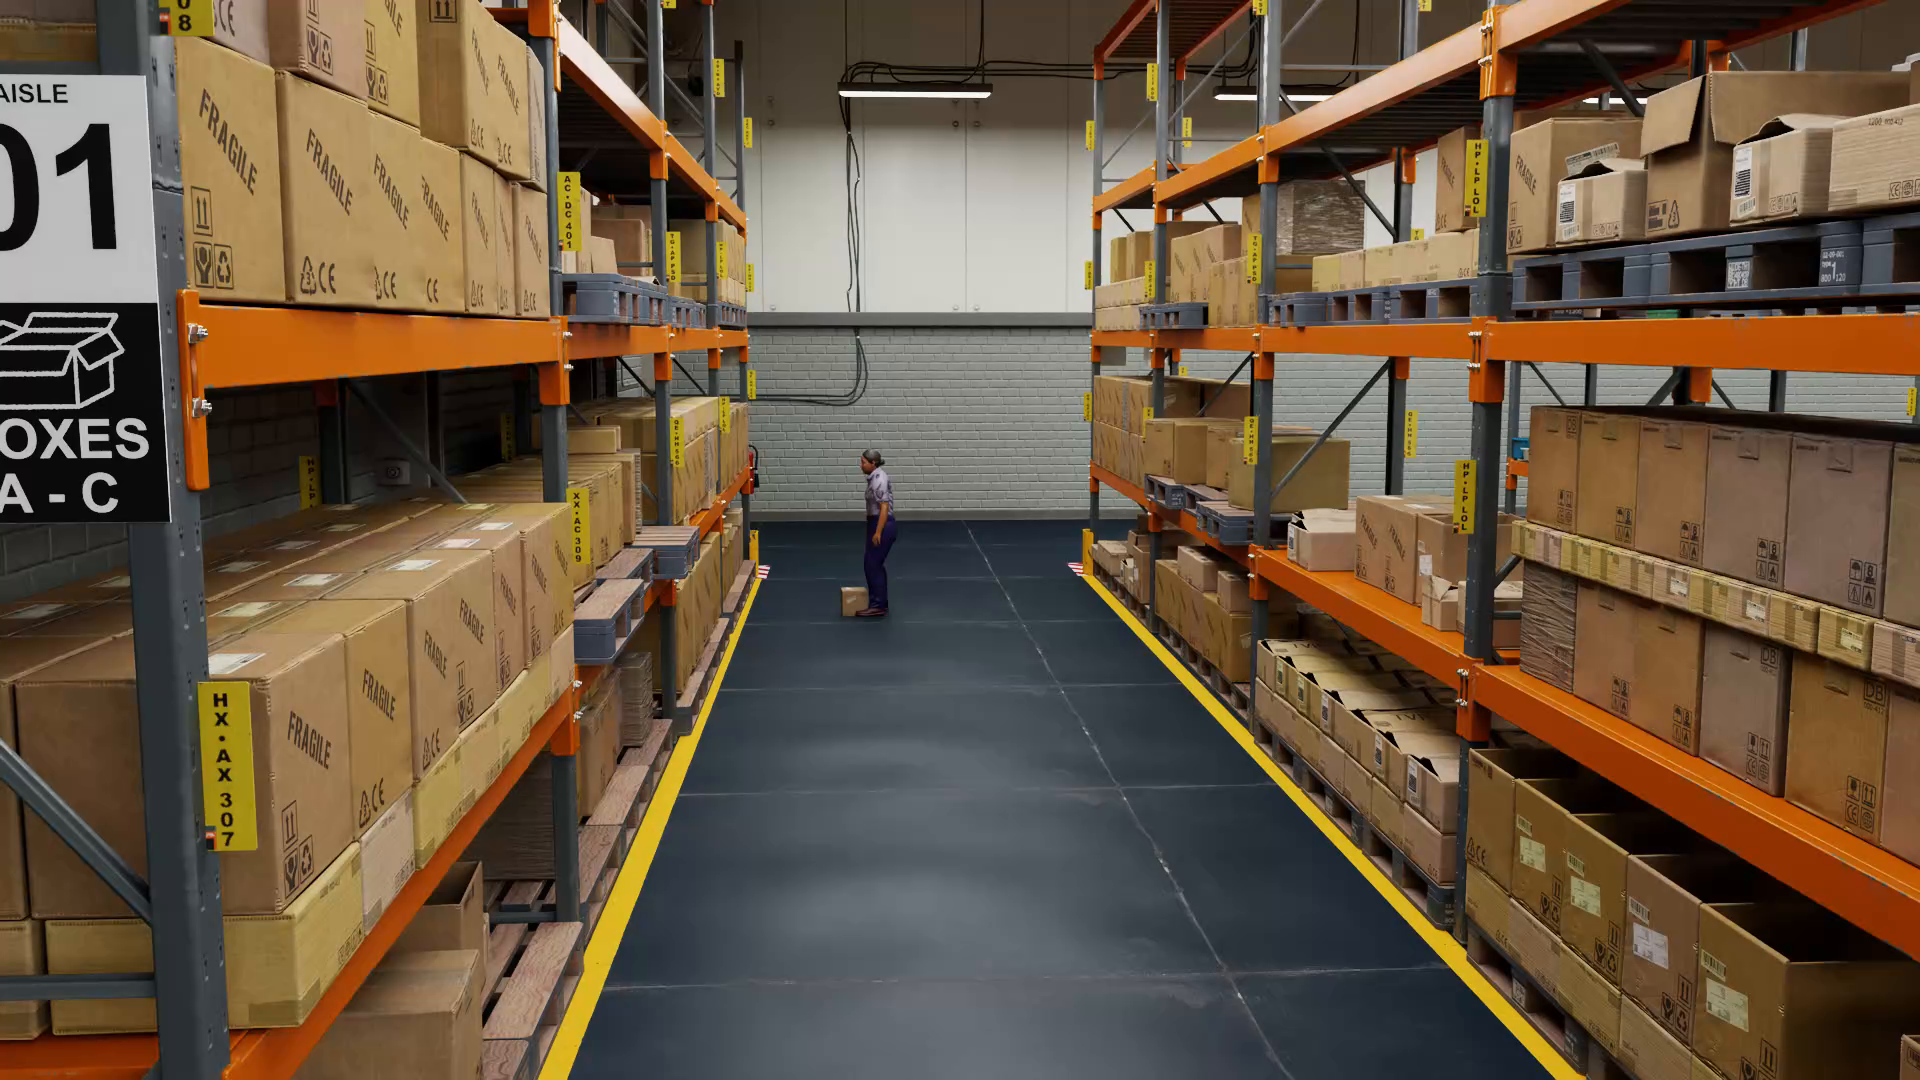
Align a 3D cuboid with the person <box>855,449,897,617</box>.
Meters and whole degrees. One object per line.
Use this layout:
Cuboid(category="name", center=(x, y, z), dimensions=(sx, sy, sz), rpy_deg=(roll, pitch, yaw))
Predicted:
Cuboid(category="person", center=(-0.841, -0.084, 16.473), dimensions=(0.426, 1.651, 0.560), rpy_deg=(-1, 7, -7))
